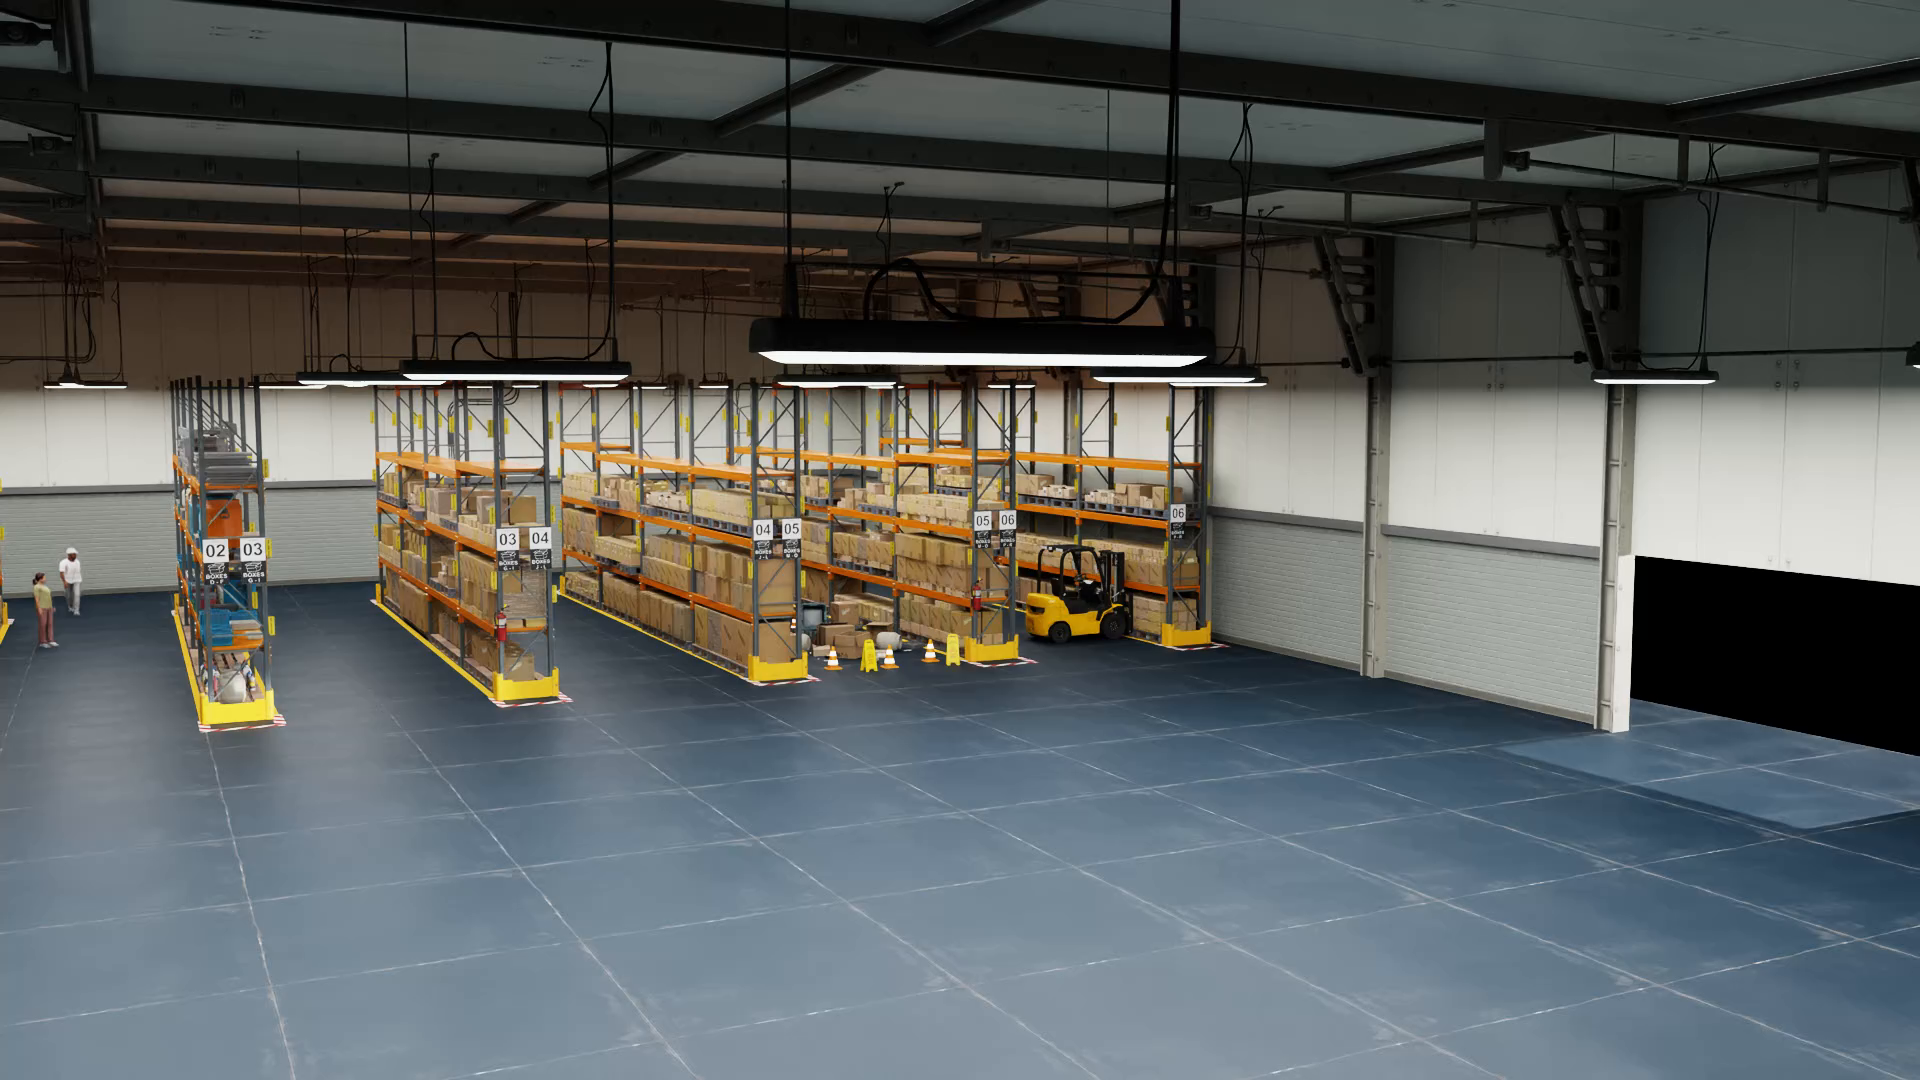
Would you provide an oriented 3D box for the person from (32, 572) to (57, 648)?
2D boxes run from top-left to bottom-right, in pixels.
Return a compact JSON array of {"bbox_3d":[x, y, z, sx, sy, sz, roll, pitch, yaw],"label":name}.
[{"bbox_3d":[-20.638,1.572,37.525,0.468,1.703,0.485,1,5,9],"label":"person"}]

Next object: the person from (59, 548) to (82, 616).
[{"bbox_3d":[-22.787,1.079,42.634,0.490,1.729,1.022,-2,5,-22],"label":"person"}]
